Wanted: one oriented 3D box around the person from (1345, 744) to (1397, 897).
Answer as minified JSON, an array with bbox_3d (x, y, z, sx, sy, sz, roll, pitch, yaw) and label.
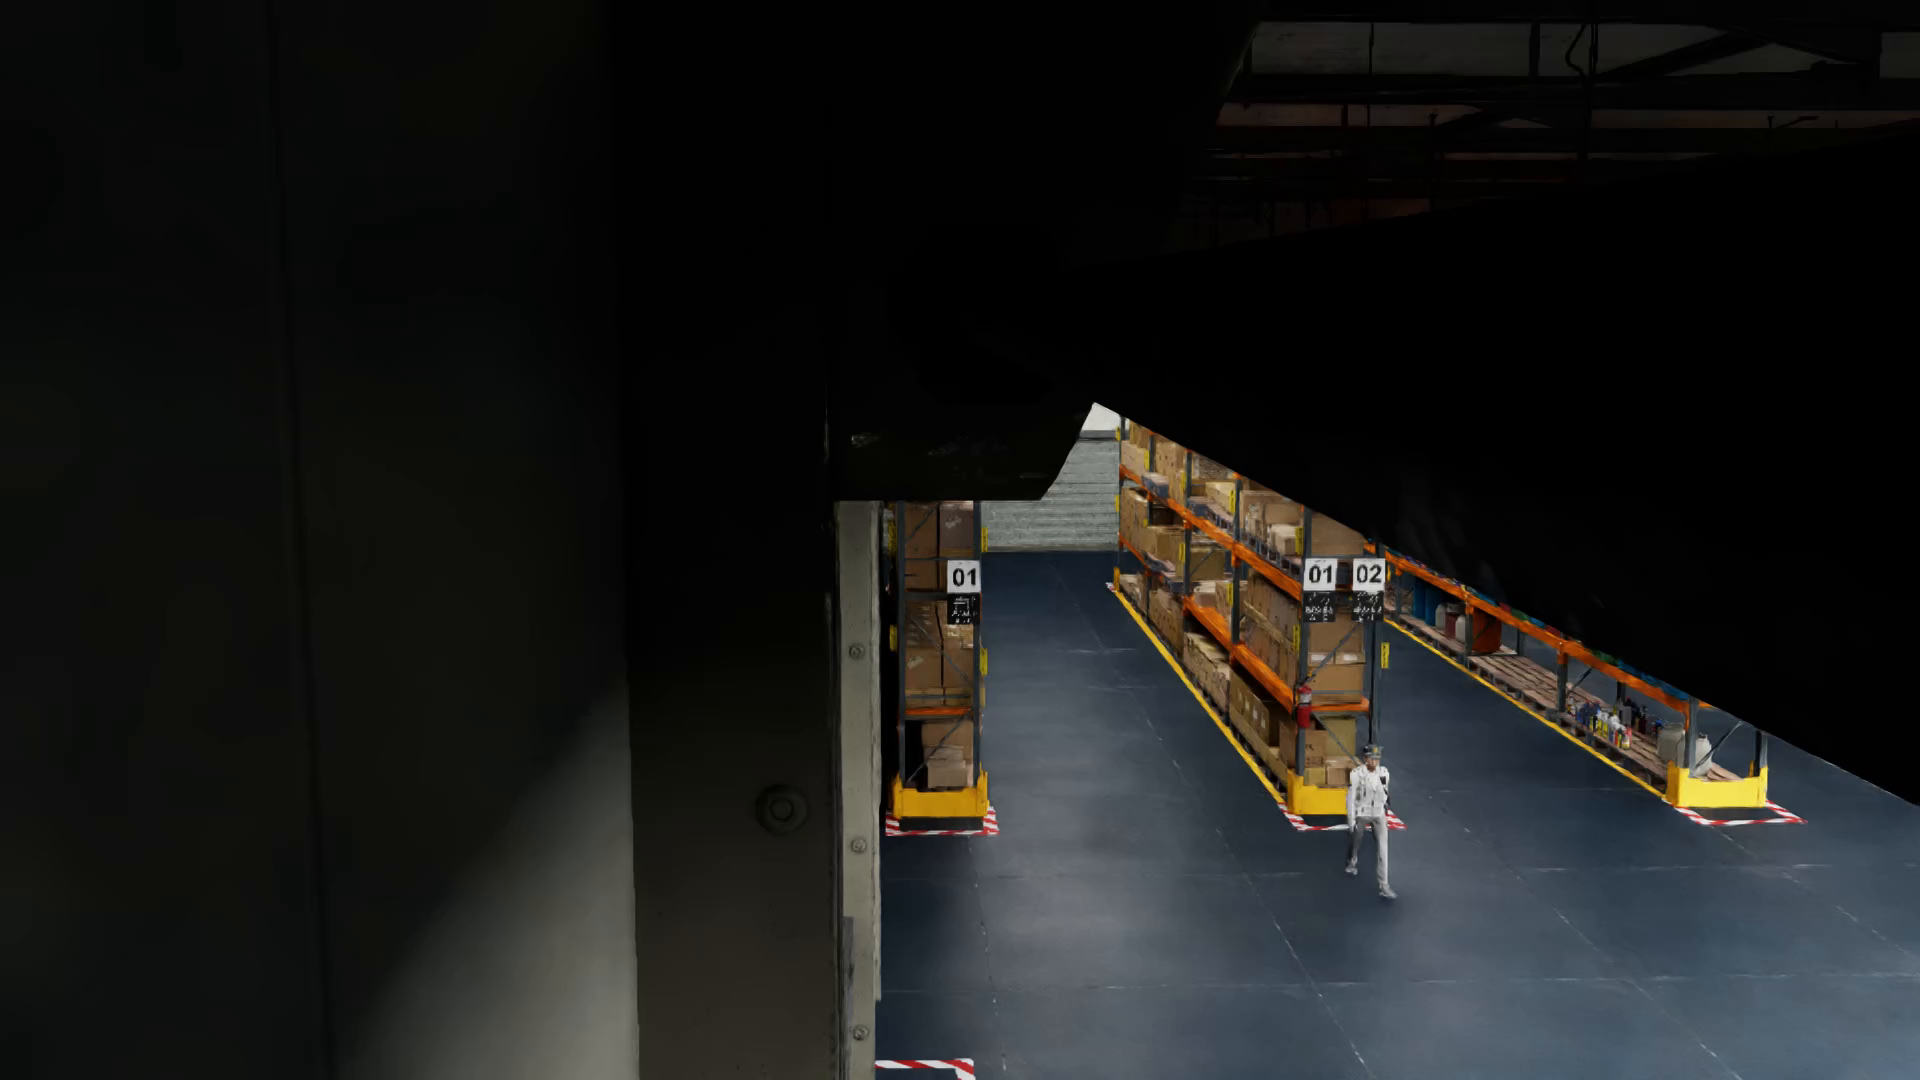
[{"bbox_3d":[4.403,2.960,17.945,0.495,1.587,1.086,0,8,0],"label":"person"}]
